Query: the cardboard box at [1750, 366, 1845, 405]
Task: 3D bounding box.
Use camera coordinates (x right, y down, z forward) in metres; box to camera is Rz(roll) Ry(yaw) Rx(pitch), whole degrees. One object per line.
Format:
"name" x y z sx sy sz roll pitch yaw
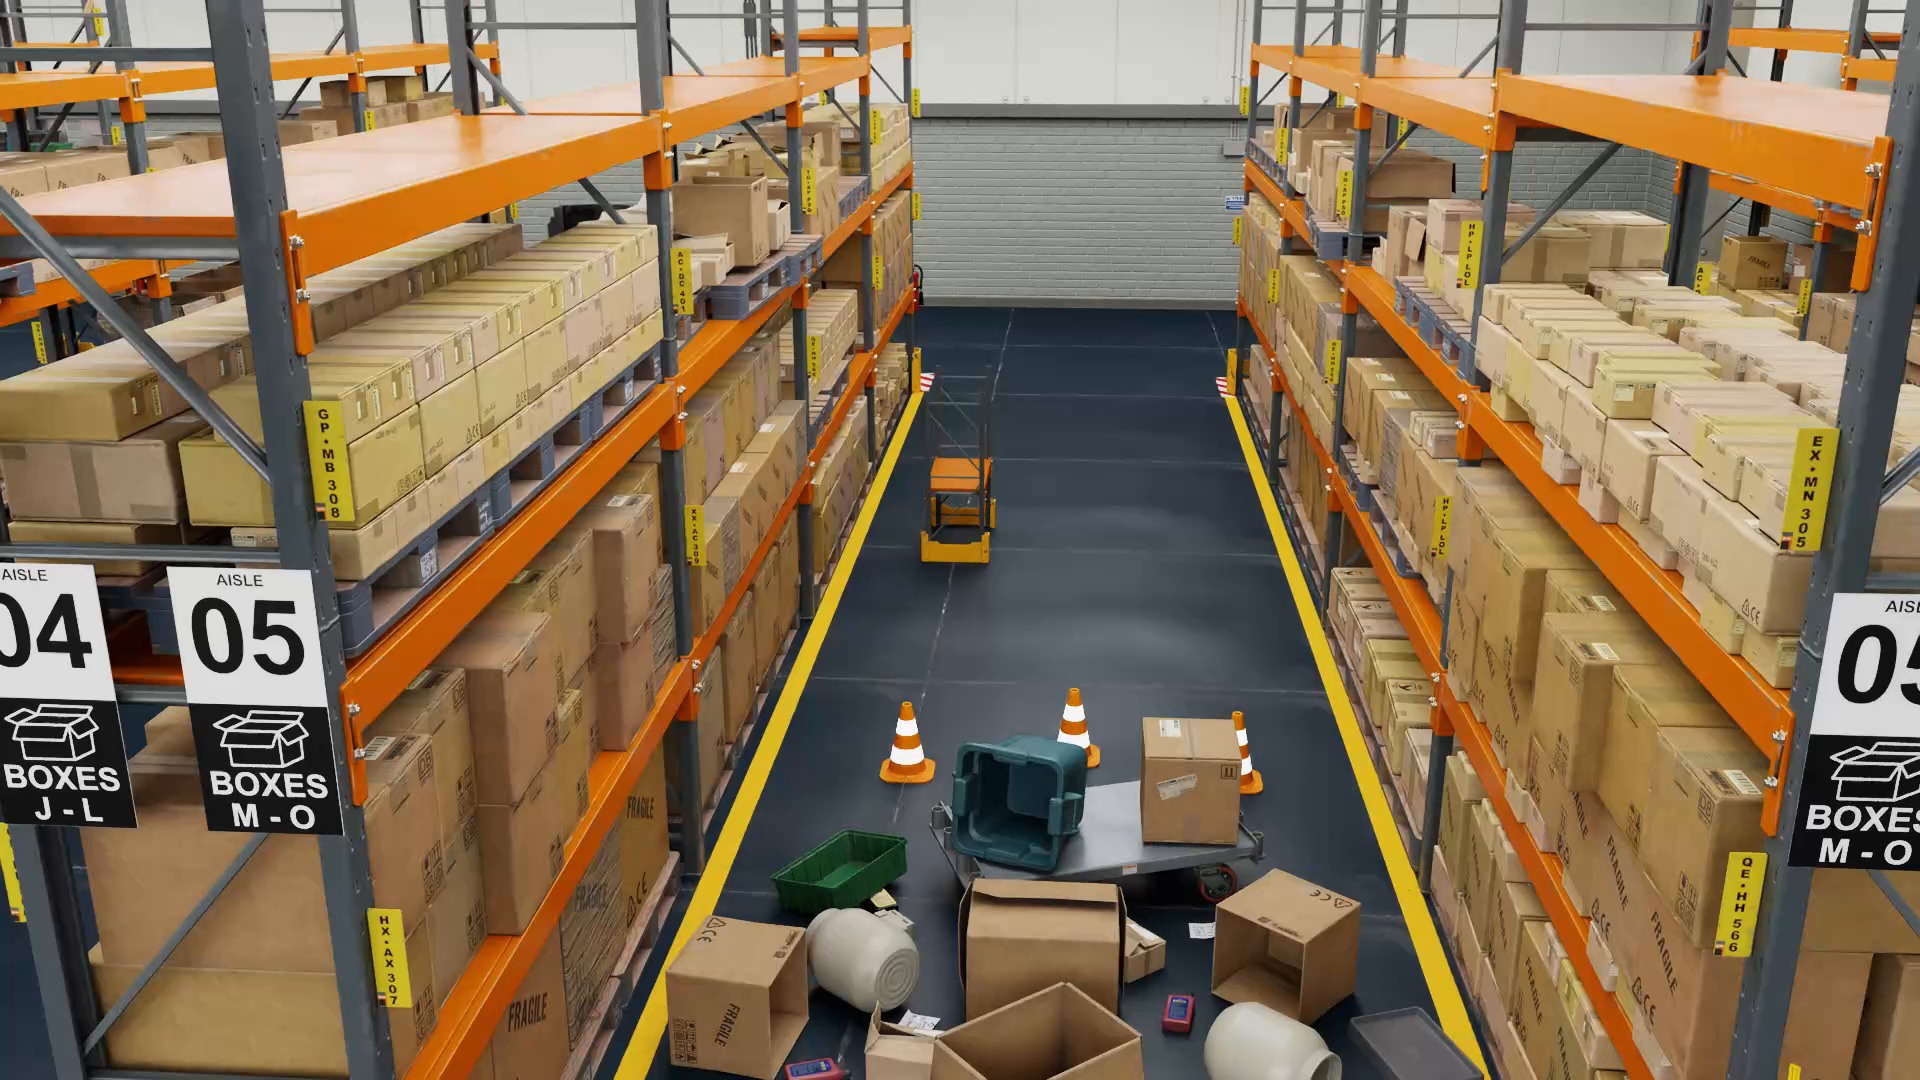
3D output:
"cardboard box" 3.096 -0.526 6.018 0.380 0.149 0.250 2 18 5

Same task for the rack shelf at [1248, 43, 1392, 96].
"rack shelf" 3.730 -4.931 17.316 1.077 0.370 4.000 1 18 4

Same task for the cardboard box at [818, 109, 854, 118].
"cardboard box" -1.381 -4.678 18.364 0.380 0.149 0.250 2 18 5

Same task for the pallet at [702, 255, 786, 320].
"pallet" -1.715 -1.614 10.519 1.003 0.211 1.213 2 18 6

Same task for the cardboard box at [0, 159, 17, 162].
"cardboard box" -6.915 -2.382 11.595 0.500 0.500 0.500 1 18 4

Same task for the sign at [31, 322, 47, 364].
"sign" -7.139 -1.531 12.919 0.100 0.325 0.005 1 18 4

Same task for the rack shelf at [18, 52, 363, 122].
"rack shelf" -6.441 -3.910 14.200 1.077 0.370 4.000 1 18 4

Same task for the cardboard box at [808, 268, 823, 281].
"cardboard box" -1.594 -2.886 16.668 0.500 0.500 0.500 1 18 2

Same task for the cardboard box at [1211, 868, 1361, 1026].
"cardboard box" 1.579 1.983 8.064 0.500 0.500 0.500 17 25 41

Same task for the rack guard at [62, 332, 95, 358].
"rack guard" -10.963 -2.385 21.397 1.175 0.500 0.348 1 18 4

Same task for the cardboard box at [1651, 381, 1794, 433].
"cardboard box" 2.652 -0.453 5.794 0.380 0.149 0.250 1 18 2

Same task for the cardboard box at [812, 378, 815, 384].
"cardboard box" -1.377 -1.362 13.513 0.380 0.149 0.250 1 18 2

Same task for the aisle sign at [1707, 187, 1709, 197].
"aisle sign" 8.536 -4.386 19.317 0.394 0.787 0.004 1 18 4

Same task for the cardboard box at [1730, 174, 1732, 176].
"cardboard box" 8.453 -3.939 17.714 0.380 0.149 0.250 1 18 3

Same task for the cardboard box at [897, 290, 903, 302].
"cardboard box" -0.866 -2.851 19.209 0.380 0.149 0.250 2 18 5

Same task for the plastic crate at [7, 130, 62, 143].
"plastic crate" -11.257 -4.815 20.192 0.497 0.269 0.590 1 18 4

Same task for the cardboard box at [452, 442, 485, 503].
"cardboard box" -1.820 -0.231 5.561 0.380 0.149 0.250 1 18 4

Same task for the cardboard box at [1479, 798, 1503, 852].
"cardboard box" 2.598 1.311 7.600 0.380 0.149 0.250 2 18 6

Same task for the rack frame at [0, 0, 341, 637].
"rack frame" -2.218 -1.194 4.114 1.000 3.000 0.127 1 18 4

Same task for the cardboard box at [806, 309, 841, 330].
"cardboard box" -1.271 -1.982 14.928 0.380 0.149 0.250 1 18 2

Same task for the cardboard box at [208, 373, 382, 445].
"cardboard box" -1.877 -0.371 4.709 0.380 0.149 0.250 1 18 5

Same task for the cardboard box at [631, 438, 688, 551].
"cardboard box" -1.902 -0.262 9.139 0.700 0.500 0.500 1 18 3

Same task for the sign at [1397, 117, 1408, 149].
"sign" 4.128 -3.802 15.556 0.100 0.325 0.005 1 18 4

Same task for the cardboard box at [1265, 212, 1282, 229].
"cardboard box" 3.448 -3.396 17.663 0.380 0.149 0.250 1 18 4

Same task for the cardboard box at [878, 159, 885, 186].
"cardboard box" -1.035 -3.717 16.874 0.500 0.250 0.500 1 18 3

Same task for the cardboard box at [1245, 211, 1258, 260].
"cardboard box" 3.525 -3.452 18.875 0.500 0.500 0.500 1 18 2

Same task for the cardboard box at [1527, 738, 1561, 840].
"cardboard box" 2.625 0.905 6.705 0.500 0.500 0.500 1 18 5

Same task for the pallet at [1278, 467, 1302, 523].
"pallet" 3.606 -0.424 15.878 1.003 0.211 1.213 1 18 4

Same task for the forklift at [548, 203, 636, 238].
"forklift" -3.099 -1.328 14.267 1.130 2.935 3.031 1 18 3

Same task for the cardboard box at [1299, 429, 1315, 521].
"cardboard box" 3.565 -0.705 14.996 0.875 0.875 0.875 2 18 6

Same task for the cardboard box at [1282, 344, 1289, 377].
"cardboard box" 3.256 -1.628 15.314 0.500 0.250 0.500 1 18 3

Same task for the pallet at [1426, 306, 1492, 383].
"pallet" 3.163 -1.031 8.738 1.213 0.211 1.003 1 18 4

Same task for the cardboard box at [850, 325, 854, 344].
"cardboard box" -1.207 -1.941 15.759 0.380 0.149 0.250 1 18 4

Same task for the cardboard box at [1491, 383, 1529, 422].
"cardboard box" 2.669 -0.641 7.647 0.380 0.149 0.250 1 18 4

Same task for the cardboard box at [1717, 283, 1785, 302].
"cardboard box" 8.439 -2.585 17.758 0.500 0.250 0.500 1 18 2

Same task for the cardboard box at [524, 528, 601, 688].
"cardboard box" -2.092 0.282 7.269 0.875 0.550 0.550 1 18 4

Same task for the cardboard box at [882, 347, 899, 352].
"cardboard box" -0.932 -2.193 19.746 0.380 0.149 0.250 2 18 5

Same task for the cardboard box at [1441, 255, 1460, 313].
"cardboard box" 2.952 -1.401 9.131 0.500 0.250 0.500 2 18 5

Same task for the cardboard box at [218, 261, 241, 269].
"cardboard box" -6.396 -2.324 15.428 0.797 0.503 0.637 1 18 5

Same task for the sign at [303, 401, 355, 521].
"sign" -1.665 -0.207 4.389 0.100 0.325 0.005 1 18 4

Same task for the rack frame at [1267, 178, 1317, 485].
"rack frame" 3.586 -1.991 16.181 1.000 3.000 0.127 1 18 4

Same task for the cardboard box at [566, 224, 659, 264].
"cardboard box" -1.640 -1.396 7.838 0.380 0.149 0.250 1 18 3

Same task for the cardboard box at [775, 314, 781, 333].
"cardboard box" -1.880 -2.018 15.517 0.380 0.149 0.250 2 18 5

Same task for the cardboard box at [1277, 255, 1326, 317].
"cardboard box" 3.268 -2.383 15.612 0.500 0.500 0.500 1 18 5

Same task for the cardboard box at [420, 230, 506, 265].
"cardboard box" -2.314 -1.332 7.642 0.380 0.149 0.250 1 18 3

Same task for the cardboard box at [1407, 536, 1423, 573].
"cardboard box" 2.794 0.086 9.574 0.380 0.149 0.250 1 18 3

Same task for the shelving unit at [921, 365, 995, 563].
"shelving unit" -0.005 -0.689 14.617 0.587 1.500 1.083 1 18 4

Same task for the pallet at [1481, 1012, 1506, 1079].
"pallet" 2.915 2.409 7.234 1.003 0.211 1.213 1 18 4

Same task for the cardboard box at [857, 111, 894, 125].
"cardboard box" -0.925 -4.586 18.083 0.380 0.149 0.250 2 18 5

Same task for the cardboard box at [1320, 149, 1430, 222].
"cardboard box" 3.181 -2.732 12.792 0.700 0.500 0.500 0 18 1

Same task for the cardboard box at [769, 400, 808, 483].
"cardboard box" -1.409 -0.729 12.170 0.500 0.500 0.500 1 18 4

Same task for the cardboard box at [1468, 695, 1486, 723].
"cardboard box" 2.704 0.784 8.117 0.380 0.149 0.250 2 18 6

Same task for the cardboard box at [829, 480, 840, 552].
"cardboard box" -1.307 -0.209 14.084 0.500 0.500 0.500 1 18 5

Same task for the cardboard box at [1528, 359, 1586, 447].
"cardboard box" 2.632 -0.555 6.746 0.500 0.250 0.500 1 18 4

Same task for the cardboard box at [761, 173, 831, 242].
"cardboard box" -1.310 -2.627 13.146 0.500 0.500 0.500 1 18 4

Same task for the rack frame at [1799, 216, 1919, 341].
"rack frame" 8.538 -1.881 15.846 1.000 3.000 0.127 1 18 4
